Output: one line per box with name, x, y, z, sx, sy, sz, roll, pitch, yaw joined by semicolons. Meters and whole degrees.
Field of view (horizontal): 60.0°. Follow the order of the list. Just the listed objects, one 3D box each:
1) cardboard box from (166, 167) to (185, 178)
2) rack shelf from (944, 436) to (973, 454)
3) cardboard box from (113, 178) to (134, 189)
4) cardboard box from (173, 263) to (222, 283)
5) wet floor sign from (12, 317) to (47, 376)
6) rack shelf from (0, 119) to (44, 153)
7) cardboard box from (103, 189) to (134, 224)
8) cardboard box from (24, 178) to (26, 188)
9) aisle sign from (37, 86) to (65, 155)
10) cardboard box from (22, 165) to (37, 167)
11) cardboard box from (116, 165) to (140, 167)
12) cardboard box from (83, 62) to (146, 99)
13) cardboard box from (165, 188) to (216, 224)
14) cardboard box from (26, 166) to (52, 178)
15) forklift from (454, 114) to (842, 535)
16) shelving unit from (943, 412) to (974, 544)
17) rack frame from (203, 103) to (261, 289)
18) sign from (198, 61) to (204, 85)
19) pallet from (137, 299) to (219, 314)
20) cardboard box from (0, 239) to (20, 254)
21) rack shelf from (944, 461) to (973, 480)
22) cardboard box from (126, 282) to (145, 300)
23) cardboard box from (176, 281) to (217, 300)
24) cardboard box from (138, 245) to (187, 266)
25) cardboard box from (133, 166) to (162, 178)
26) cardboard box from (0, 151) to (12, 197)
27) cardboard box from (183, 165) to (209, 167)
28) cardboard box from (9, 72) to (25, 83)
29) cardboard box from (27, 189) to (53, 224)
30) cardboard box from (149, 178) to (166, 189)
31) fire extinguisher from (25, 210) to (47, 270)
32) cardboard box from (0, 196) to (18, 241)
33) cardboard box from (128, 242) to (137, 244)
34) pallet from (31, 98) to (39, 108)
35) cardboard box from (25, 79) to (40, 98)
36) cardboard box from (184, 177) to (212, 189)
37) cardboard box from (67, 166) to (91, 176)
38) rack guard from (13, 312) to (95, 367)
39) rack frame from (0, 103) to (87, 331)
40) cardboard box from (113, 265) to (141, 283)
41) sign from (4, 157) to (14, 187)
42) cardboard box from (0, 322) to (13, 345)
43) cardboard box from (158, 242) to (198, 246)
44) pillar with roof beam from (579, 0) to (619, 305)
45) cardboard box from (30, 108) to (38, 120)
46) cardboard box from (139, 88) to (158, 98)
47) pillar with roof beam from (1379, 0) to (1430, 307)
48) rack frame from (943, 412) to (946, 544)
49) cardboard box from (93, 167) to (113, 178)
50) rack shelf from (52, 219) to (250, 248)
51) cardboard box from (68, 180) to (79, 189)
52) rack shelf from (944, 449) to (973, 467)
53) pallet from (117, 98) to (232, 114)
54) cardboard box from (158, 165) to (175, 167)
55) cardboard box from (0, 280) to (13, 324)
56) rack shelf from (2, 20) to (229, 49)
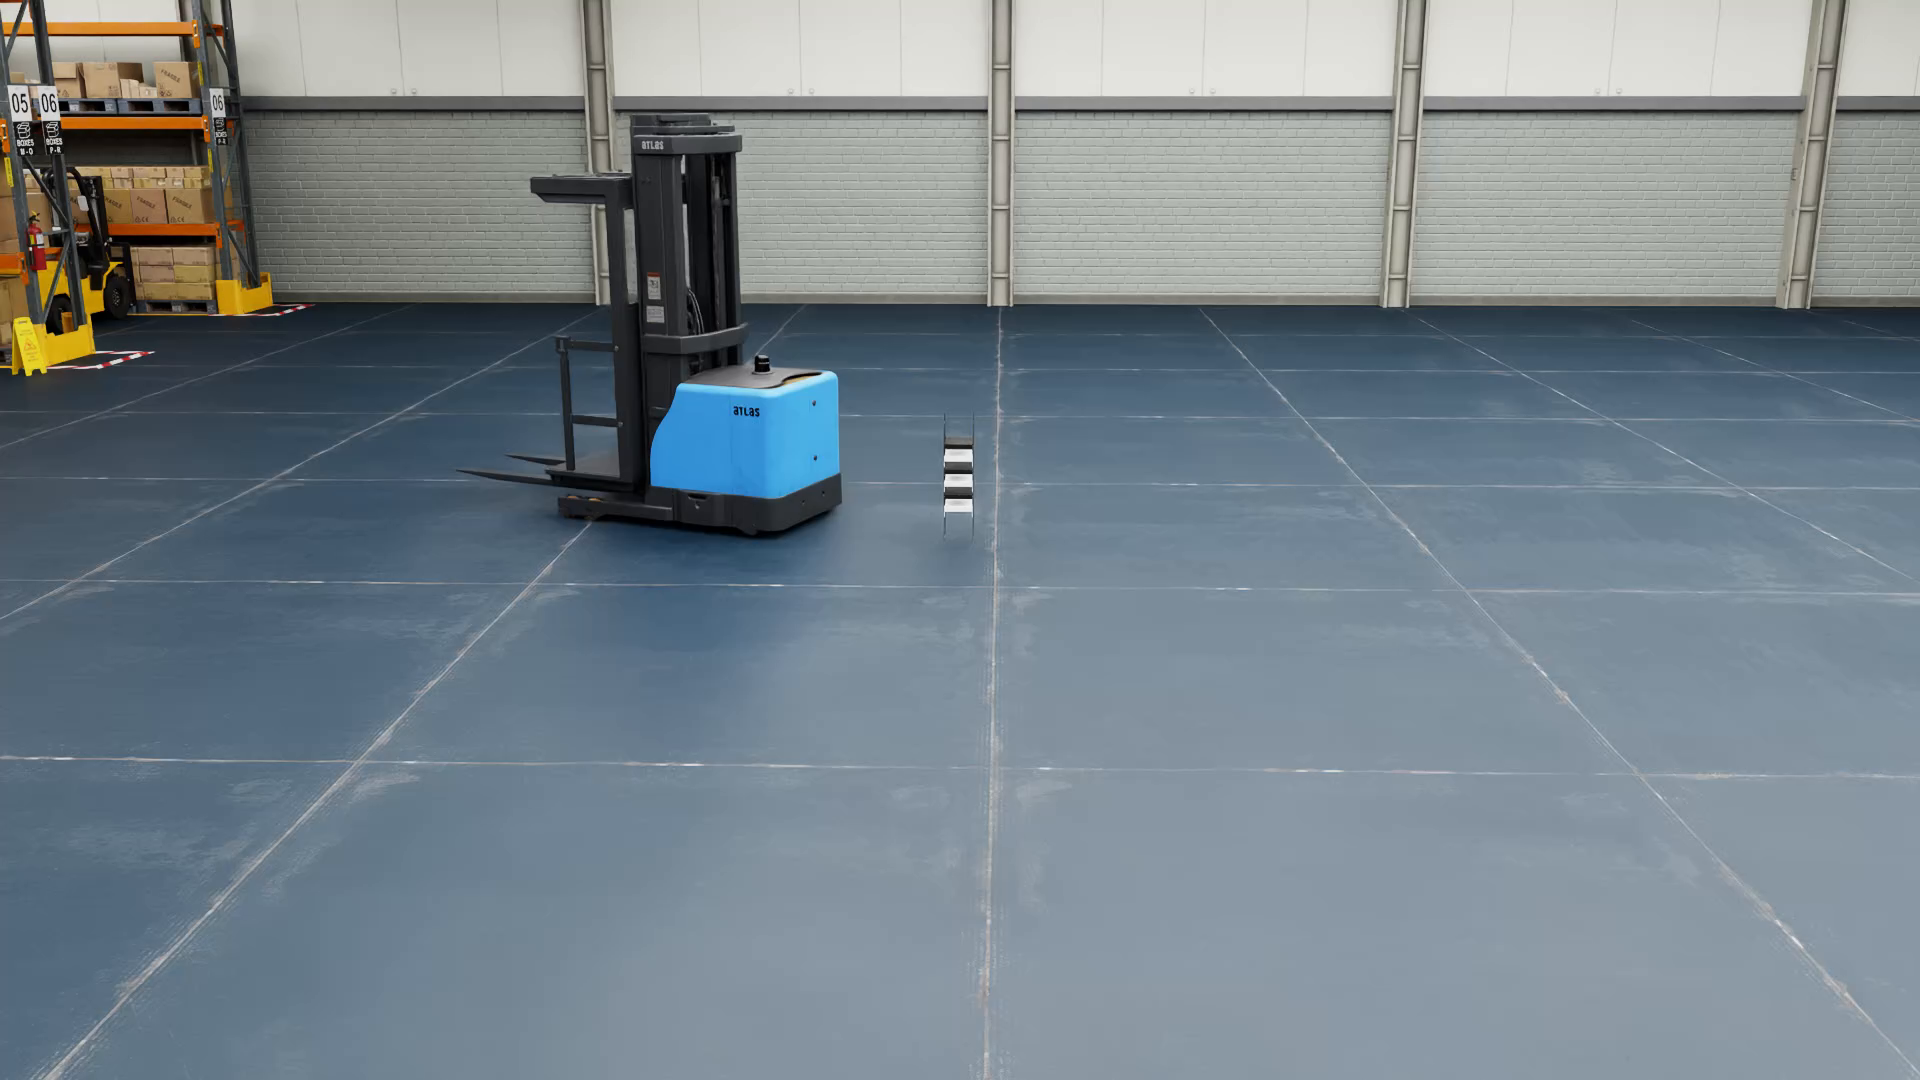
cardboard box;-11.318;-5.345;24.168;0.250;0.149;0.380;0;15;2
rack shelf;-0.008;-0.664;11.665;0.200;0.077;0.258;0;15;1
cardboard box;-12.091;-5.195;24.183;0.250;0.149;0.380;0;15;0
cardboard box;-11.202;-3.935;24.463;0.500;0.250;0.500;0;15;1
wet floor sign;-10.668;-2.218;18.983;0.232;0.644;0.267;6;16;21
rack shelf;-12.830;-4.746;19.480;4.000;0.370;1.077;0;15;1
cardboard box;-12.237;-4.890;24.300;0.500;0.500;0.500;0;15;0
cardboard box;-13.629;-5.199;24.199;0.250;0.149;0.380;1;15;3
aisle sign;-10.761;-4.966;19.688;0.004;0.787;0.394;0;15;1
cardboard box;-13.865;-5.493;24.730;0.250;0.149;0.380;0;15;1
cardboard box;-12.334;-5.495;24.738;0.250;0.149;0.380;0;15;0
cardboard box;-12.177;-6.620;23.956;0.500;0.500;0.700;0;15;2
cardboard box;-11.206;-4.881;24.266;0.500;0.500;0.500;0;15;0
cardboard box;-13.361;-5.350;24.188;0.250;0.149;0.380;0;15;1
forklift;-2.459;-1.678;12.456;3.031;2.935;1.130;6;16;23
shelving unit;-0.008;-0.435;11.725;0.210;0.900;0.258;0;15;1
rack frame;-10.707;-4.897;24.520;0.127;3.000;1.000;0;15;1
sign;-10.735;-6.599;23.510;0.005;0.325;0.100;0;15;1
pallet;-11.473;-3.543;24.854;1.213;0.211;1.003;0;15;1
cardboard box;-11.210;-3.457;19.557;0.250;0.149;0.380;1;15;3
rack shelf;-0.008;-0.490;11.711;0.200;0.077;0.258;0;15;1
cardboard box;-12.182;-3.704;24.566;0.500;0.250;0.500;1;15;2
cardboard box;-11.185;-3.693;24.523;0.500;0.250;0.500;0;15;2
cardboard box;-11.686;-4.179;24.406;0.500;0.250;0.500;1;15;2
cardboard box;-11.827;-5.360;24.226;0.250;0.149;0.380;0;15;2
cardboard box;-11.347;-4.254;19.345;0.500;0.500;0.700;0;15;0
cardboard box;-11.302;-5.477;24.668;0.250;0.149;0.380;1;15;3
cardboard box;-11.181;-5.400;19.476;0.250;0.149;0.380;0;15;1
cardboard box;-13.242;-4.899;24.334;0.500;0.500;0.500;0;15;1
cardboard box;-11.575;-5.201;24.205;0.250;0.149;0.380;1;15;2
fire extinguisher;-10.728;-3.475;19.284;0.183;0.674;0.296;0;15;1
cardboard box;-11.380;-3.756;19.418;0.500;0.500;0.500;0;15;0
cardboard box;-12.694;-4.319;24.935;0.500;0.250;0.500;0;15;0
pallet;-13.853;-6.331;24.251;1.213;0.211;1.003;0;15;1
cardboard box;-13.230;-6.472;23.857;0.258;0.266;0.396;0;15;0
cardboard box;-11.061;-5.190;24.162;0.250;0.149;0.380;1;15;2
cardboard box;-12.856;-5.366;24.246;0.250;0.149;0.380;0;15;2
rack guard;-10.906;-2.423;20.043;0.348;0.500;1.175;0;15;1
rack frame;-10.830;-3.631;19.722;0.127;3.000;1.000;0;15;1
cardboard box;-12.220;-3.939;24.478;0.500;0.250;0.500;0;15;0
sign;-10.865;-4.202;18.998;0.005;0.325;0.100;0;15;1
cardboard box;-11.669;-2.441;19.780;0.500;0.250;0.500;0;15;1
cardboard box;-11.683;-4.307;24.893;0.500;0.250;0.500;0;15;2
pillar with roof beam;-5.492;-6.895;20.334;0.400;9.000;9.100;0;15;1
cardboard box;-11.154;-5.045;19.693;0.250;0.149;0.380;0;15;1
cardboard box;-11.544;-6.405;23.830;0.250;0.149;0.380;0;15;0
pillar with roof beam;6.504;-6.817;20.037;0.400;9.000;9.100;0;15;1
rack frame;-0.110;-0.436;11.728;0.006;0.900;0.240;0;15;1
cardboard box;-12.349;-5.334;24.126;0.250;0.149;0.380;1;15;3
rack shelf;-12.707;-4.562;24.661;4.000;0.370;1.077;0;15;1
cardboard box;-12.849;-5.200;24.204;0.250;0.149;0.380;0;15;0
rack shelf;-0.008;-0.577;11.688;0.200;0.077;0.258;0;15;1
pallet;-11.414;-6.316;24.191;1.213;0.211;1.003;0;15;1
cardboard box;-11.810;-5.473;24.654;0.250;0.149;0.380;0;15;2
cardboard box;-11.638;-2.806;19.691;0.500;0.500;0.500;0;15;2
rack shelf;-12.707;-7.269;23.947;4.000;0.370;1.077;0;15;1
